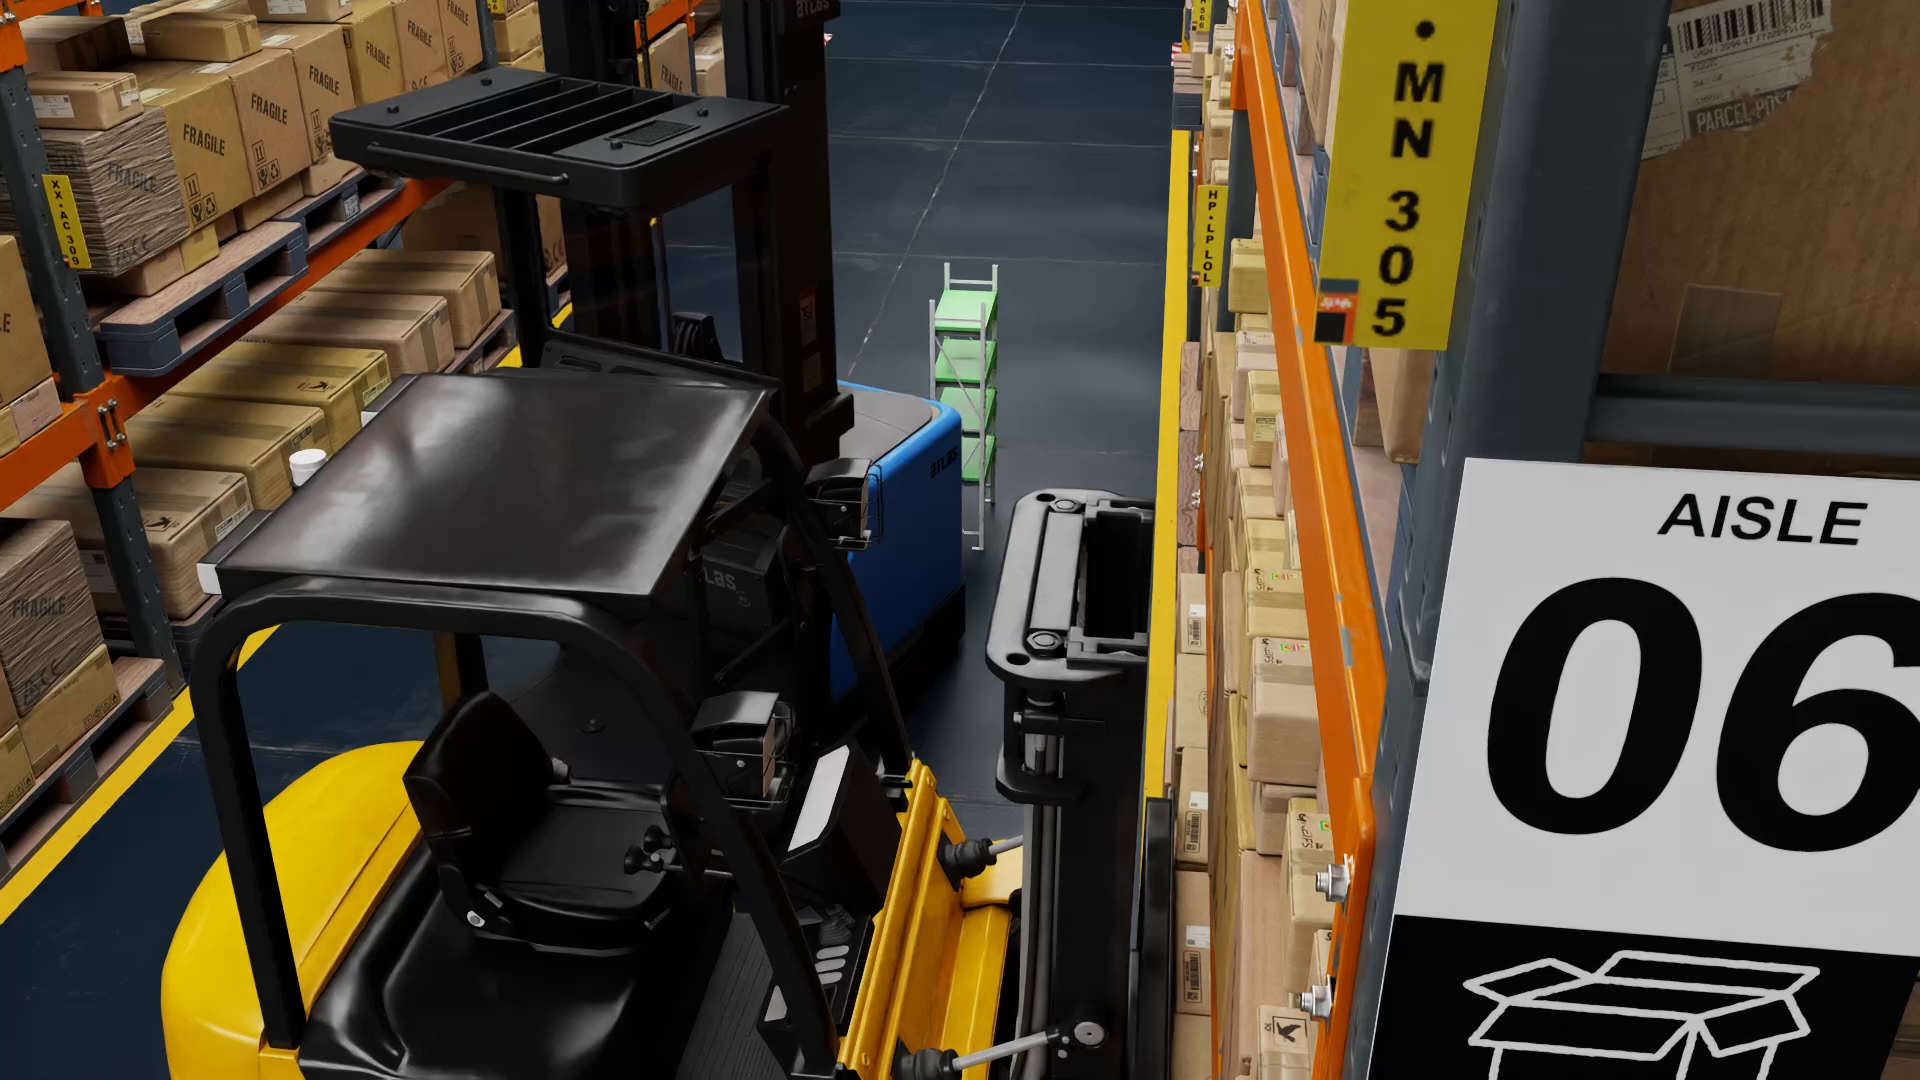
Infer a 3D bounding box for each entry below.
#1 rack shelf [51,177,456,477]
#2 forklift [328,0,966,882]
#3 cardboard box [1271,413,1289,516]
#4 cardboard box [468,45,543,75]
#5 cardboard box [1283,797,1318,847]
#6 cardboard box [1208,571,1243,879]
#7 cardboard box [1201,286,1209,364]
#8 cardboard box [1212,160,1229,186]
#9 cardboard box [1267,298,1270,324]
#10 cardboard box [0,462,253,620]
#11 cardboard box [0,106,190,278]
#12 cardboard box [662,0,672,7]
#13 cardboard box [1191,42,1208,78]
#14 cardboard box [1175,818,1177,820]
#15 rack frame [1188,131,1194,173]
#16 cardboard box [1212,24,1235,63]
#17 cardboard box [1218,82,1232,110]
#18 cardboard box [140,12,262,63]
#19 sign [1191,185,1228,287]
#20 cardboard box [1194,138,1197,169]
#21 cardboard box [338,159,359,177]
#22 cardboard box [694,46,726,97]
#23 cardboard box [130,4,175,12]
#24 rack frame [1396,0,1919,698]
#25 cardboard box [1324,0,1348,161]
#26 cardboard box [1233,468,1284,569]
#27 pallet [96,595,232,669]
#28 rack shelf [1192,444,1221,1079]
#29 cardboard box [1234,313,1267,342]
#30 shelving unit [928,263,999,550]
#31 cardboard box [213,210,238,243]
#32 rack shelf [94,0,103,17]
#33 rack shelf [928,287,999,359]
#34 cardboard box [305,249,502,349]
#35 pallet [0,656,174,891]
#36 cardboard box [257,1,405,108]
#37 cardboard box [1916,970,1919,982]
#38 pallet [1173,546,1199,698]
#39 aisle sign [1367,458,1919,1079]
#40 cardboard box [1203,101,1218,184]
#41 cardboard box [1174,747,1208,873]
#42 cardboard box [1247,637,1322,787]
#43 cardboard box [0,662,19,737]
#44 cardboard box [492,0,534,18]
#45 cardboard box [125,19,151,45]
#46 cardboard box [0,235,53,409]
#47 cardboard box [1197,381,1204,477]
[{"bbox_3d":[-3.356,-1.360,7.871,1.077,0.370,4.000,3,28,6],"label":"rack shelf"},{"bbox_3d":[-1.116,-0.358,5.324,1.130,2.935,3.031,14,31,25],"label":"forklift"},{"bbox_3d":[0.913,-0.165,3.792,0.380,0.149,0.250,3,28,6],"label":"cardboard box"},{"bbox_3d":[-2.802,-2.768,9.883,0.500,0.250,0.500,3,28,5],"label":"cardboard box"},{"bbox_3d":[0.736,0.568,2.743,0.380,0.149,0.250,3,28,6],"label":"cardboard box"},{"bbox_3d":[0.821,0.421,3.700,0.500,0.500,0.500,4,29,7],"label":"cardboard box"},{"bbox_3d":[1.183,-0.872,6.364,0.500,0.250,0.500,3,28,6],"label":"cardboard box"},{"bbox_3d":[1.143,-1.318,6.245,0.380,0.149,0.250,2,28,5],"label":"cardboard box"},{"bbox_3d":[1.067,-0.647,4.685,0.380,0.149,0.250,4,29,7],"label":"cardboard box"},{"bbox_3d":[-3.540,-0.010,6.935,0.950,0.372,0.625,4,29,7],"label":"cardboard box"},{"bbox_3d":[-3.259,-1.299,6.137,0.500,0.500,0.500,4,29,7],"label":"cardboard box"},{"bbox_3d":[-2.426,-4.209,12.559,0.500,0.250,0.500,3,28,5],"label":"cardboard box"},{"bbox_3d":[1.515,-2.737,9.491,0.380,0.149,0.250,4,29,7],"label":"cardboard box"},{"bbox_3d":[0.900,0.804,5.025,0.500,0.250,0.500,3,28,6],"label":"cardboard box"},{"bbox_3d":[2.305,-4.214,12.410,1.000,3.000,0.127,3,28,6],"label":"rack frame"},{"bbox_3d":[1.484,-2.528,8.491,0.380,0.149,0.250,4,29,8],"label":"cardboard box"},{"bbox_3d":[1.336,-1.920,7.362,0.380,0.149,0.250,4,29,7],"label":"cardboard box"},{"bbox_3d":[-3.162,-2.099,6.938,0.380,0.149,0.250,5,29,9],"label":"cardboard box"},{"bbox_3d":[0.785,-0.951,5.214,0.100,0.325,0.005,3,28,6],"label":"sign"},{"bbox_3d":[1.967,-2.833,12.039,0.500,0.500,0.500,3,28,6],"label":"cardboard box"},{"bbox_3d":[-3.029,-1.791,7.733,0.380,0.149,0.250,2,28,5],"label":"cardboard box"},{"bbox_3d":[-2.438,-3.847,13.987,0.875,0.438,0.875,3,28,5],"label":"cardboard box"},{"bbox_3d":[-7.599,-4.968,15.745,0.380,0.149,0.250,4,29,7],"label":"cardboard box"},{"bbox_3d":[0.835,-1.207,0.502,1.000,3.000,0.127,3,28,6],"label":"rack frame"},{"bbox_3d":[0.666,-0.583,2.101,0.396,0.266,0.258,3,29,6],"label":"cardboard box"},{"bbox_3d":[0.840,-0.043,3.877,0.380,0.149,0.250,2,28,5],"label":"cardboard box"},{"bbox_3d":[-3.508,0.126,7.294,1.003,0.211,1.213,3,28,6],"label":"pallet"},{"bbox_3d":[1.080,0.809,3.843,1.077,0.370,4.000,3,28,6],"label":"rack shelf"},{"bbox_3d":[1.025,-0.644,4.993,0.380,0.149,0.250,3,28,5],"label":"cardboard box"},{"bbox_3d":[0.020,-0.606,7.610,0.258,1.200,0.503,3,28,6],"label":"shelving unit"},{"bbox_3d":[-3.222,-1.306,6.834,0.380,0.149,0.250,5,29,9],"label":"cardboard box"},{"bbox_3d":[-7.301,-5.366,15.306,1.077,0.370,4.000,3,28,6],"label":"rack shelf"},{"bbox_3d":[0.020,-0.972,7.413,0.258,0.148,0.480,3,28,6],"label":"rack shelf"},{"bbox_3d":[-3.191,-1.381,9.478,0.950,0.372,0.625,1,28,3],"label":"cardboard box"},{"bbox_3d":[-3.649,0.810,6.023,1.003,0.211,1.213,3,28,6],"label":"pallet"},{"bbox_3d":[-3.004,-2.266,7.932,0.500,0.500,0.500,1,28,3],"label":"cardboard box"},{"bbox_3d":[1.172,0.582,2.405,0.380,0.149,0.250,4,29,7],"label":"cardboard box"},{"bbox_3d":[1.377,0.430,6.730,1.003,0.211,1.213,3,28,6],"label":"pallet"},{"bbox_3d":[0.536,0.304,1.283,0.394,0.787,0.004,3,28,6],"label":"aisle sign"},{"bbox_3d":[1.374,-1.810,7.578,0.500,0.250,0.500,3,28,5],"label":"cardboard box"},{"bbox_3d":[0.832,0.821,4.465,0.500,0.250,0.500,4,29,8],"label":"cardboard box"},{"bbox_3d":[0.700,0.308,2.912,0.380,0.149,0.250,4,29,7],"label":"cardboard box"},{"bbox_3d":[-3.468,0.494,5.337,0.500,0.500,0.500,4,29,7],"label":"cardboard box"},{"bbox_3d":[-2.808,-3.320,9.591,0.500,0.500,0.500,2,28,5],"label":"cardboard box"},{"bbox_3d":[-3.581,-2.049,7.528,0.500,0.500,0.500,2,28,4],"label":"cardboard box"},{"bbox_3d":[-3.409,-0.687,5.443,0.500,0.500,0.500,3,28,5],"label":"cardboard box"},{"bbox_3d":[1.571,-0.553,7.675,0.875,0.625,0.625,2,28,4],"label":"cardboard box"}]
